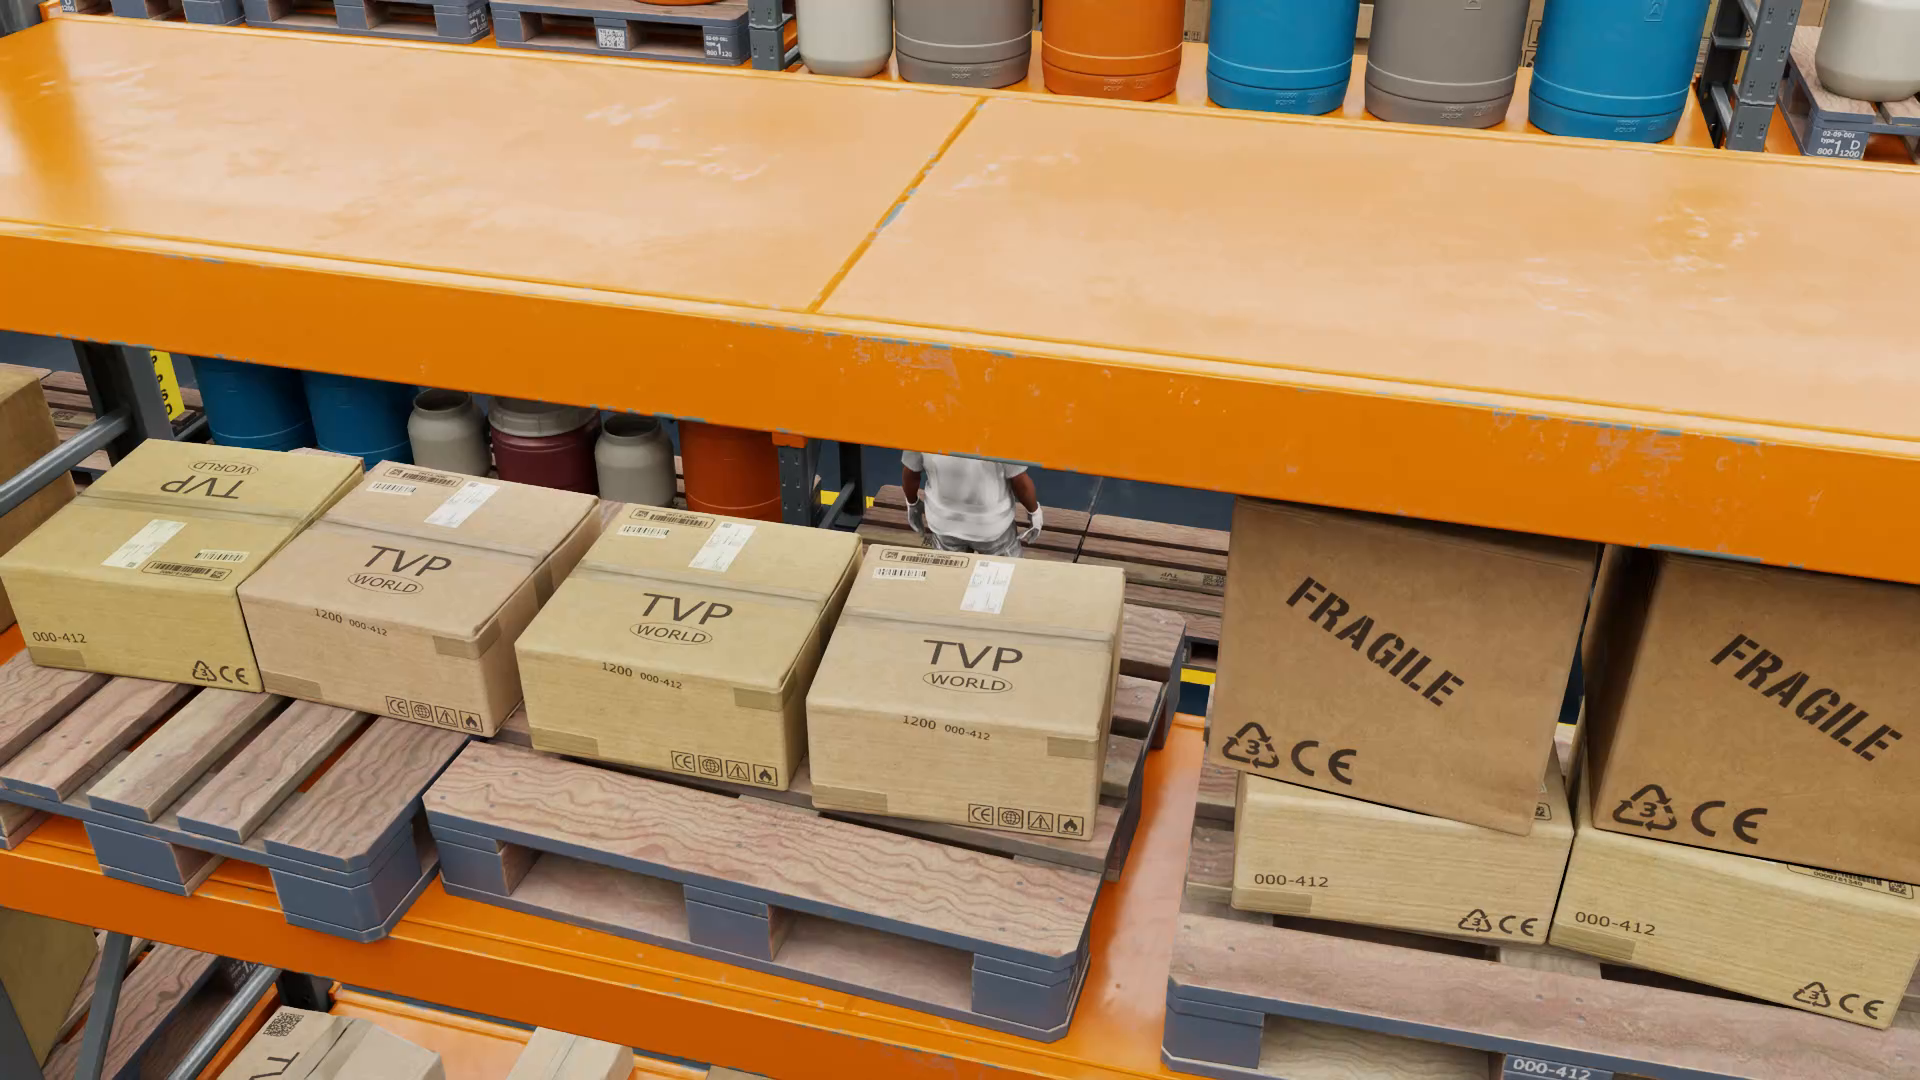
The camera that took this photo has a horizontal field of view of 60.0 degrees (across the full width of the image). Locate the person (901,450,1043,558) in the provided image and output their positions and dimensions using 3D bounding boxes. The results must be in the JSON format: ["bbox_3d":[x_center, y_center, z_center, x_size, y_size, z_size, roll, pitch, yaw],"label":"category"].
[{"bbox_3d":[0.076,-0.148,7.857,0.657,1.784,0.576,8,33,12],"label":"person"}]
